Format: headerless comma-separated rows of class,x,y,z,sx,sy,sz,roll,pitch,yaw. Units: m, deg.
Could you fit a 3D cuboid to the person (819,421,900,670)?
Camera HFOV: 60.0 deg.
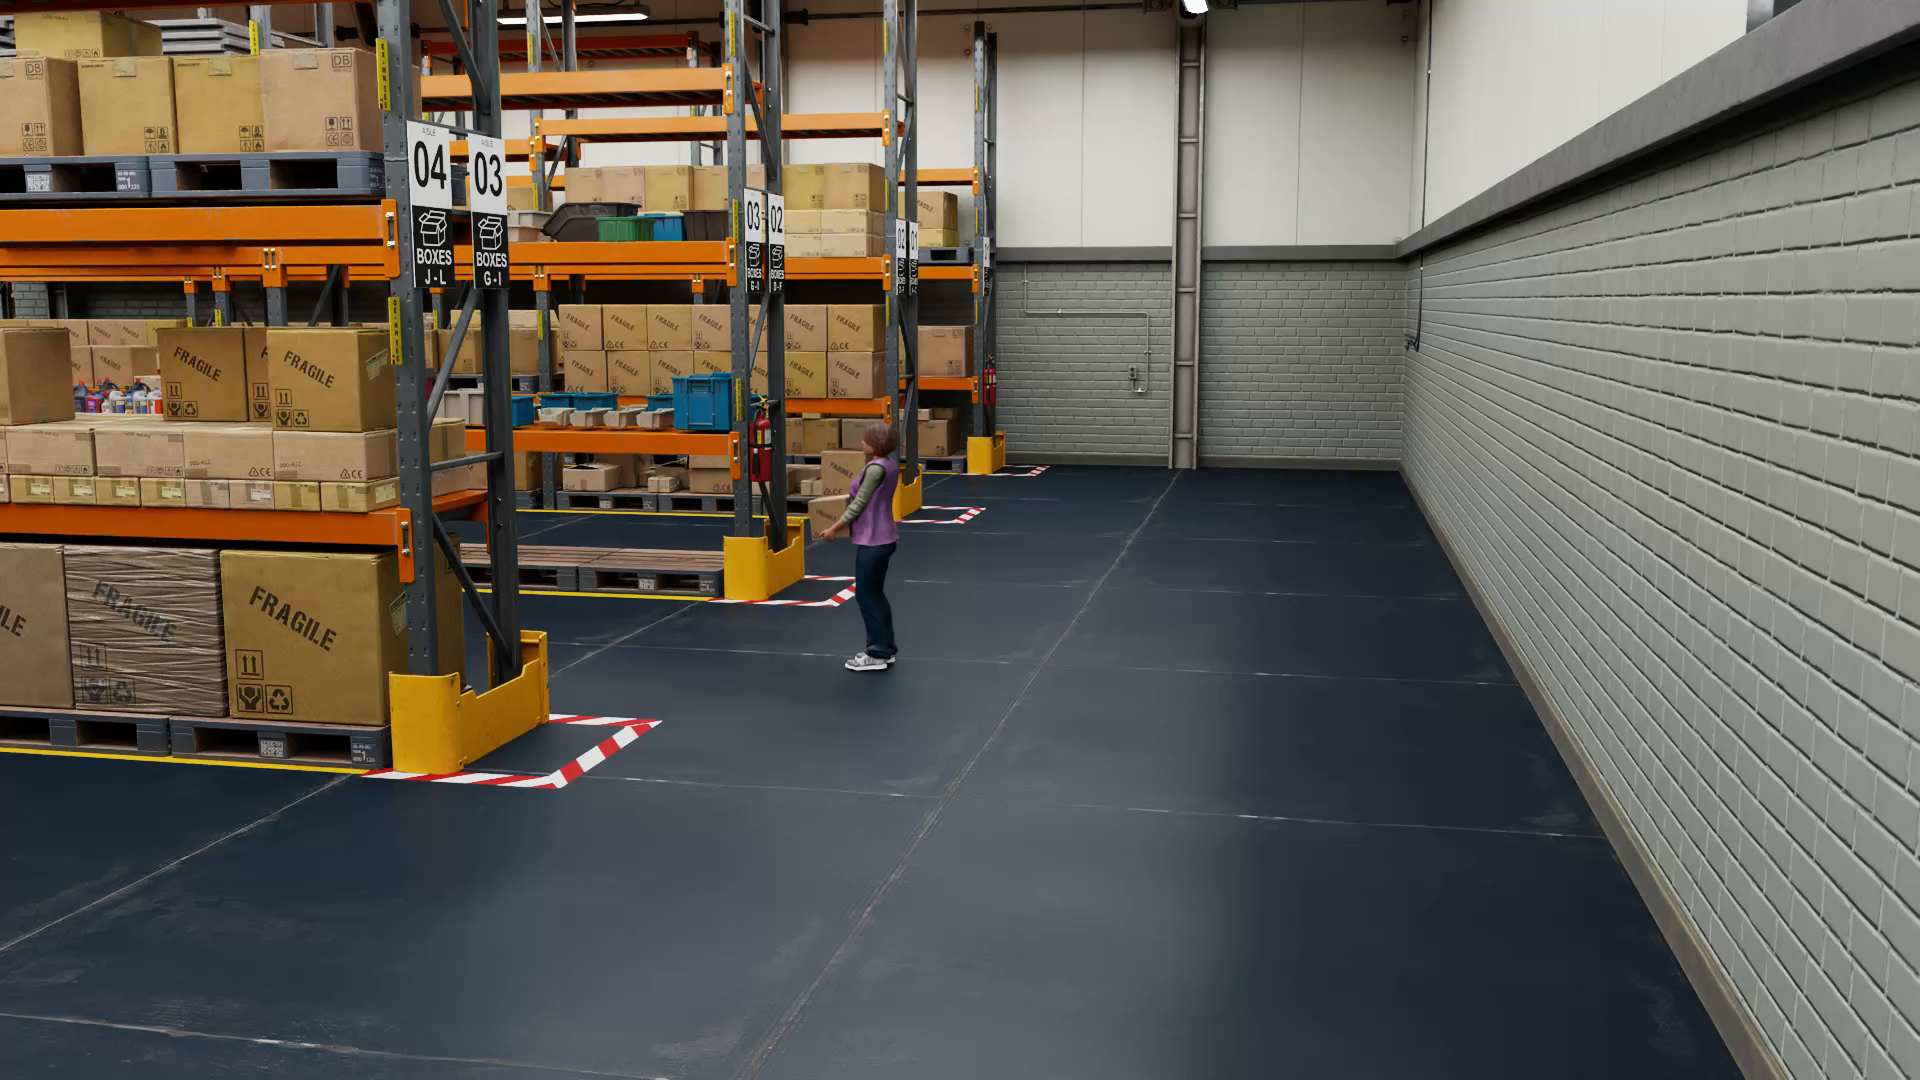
person,-0.630,0.031,10.664,0.493,1.591,0.404,2,8,13
